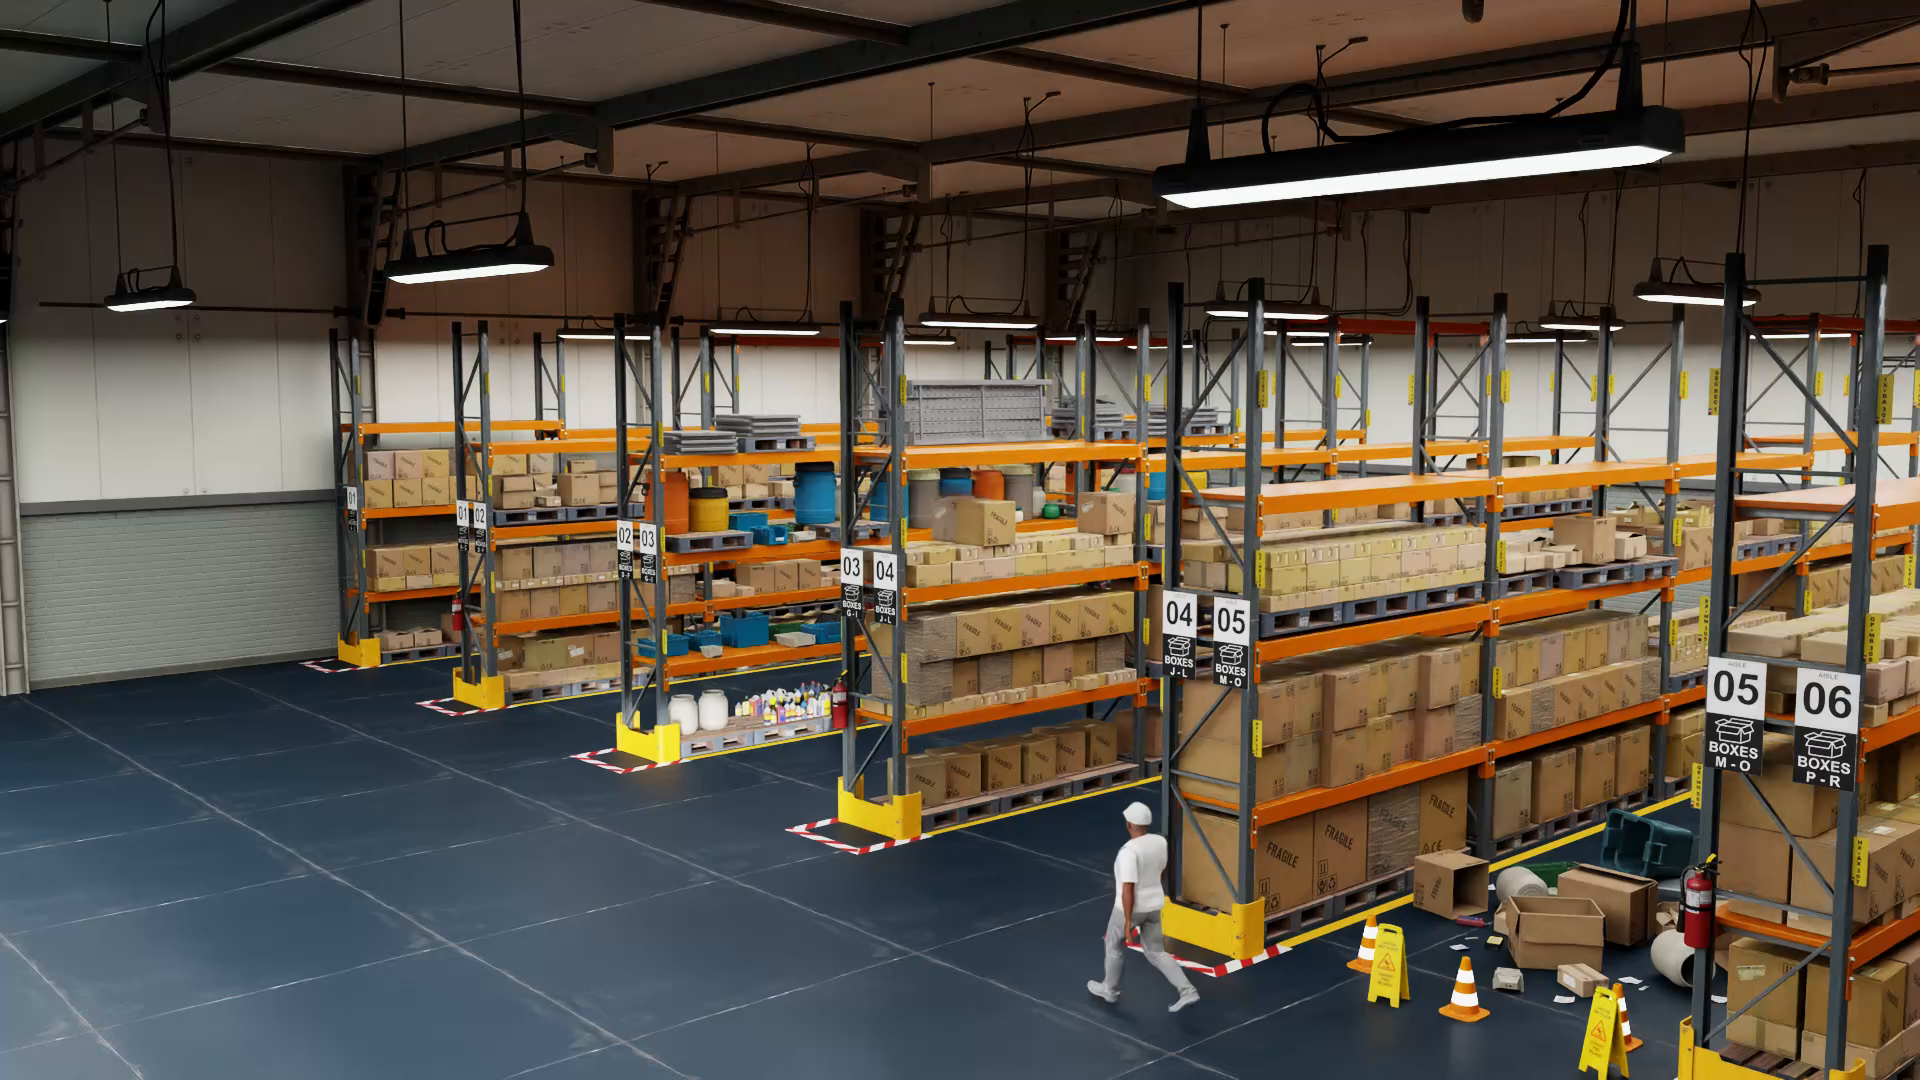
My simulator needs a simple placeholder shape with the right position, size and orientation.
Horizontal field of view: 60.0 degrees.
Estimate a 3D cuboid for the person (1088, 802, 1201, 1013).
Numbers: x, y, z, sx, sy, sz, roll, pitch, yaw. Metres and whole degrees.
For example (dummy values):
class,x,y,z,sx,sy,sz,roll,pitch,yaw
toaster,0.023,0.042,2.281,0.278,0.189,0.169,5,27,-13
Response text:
class,x,y,z,sx,sy,sz,roll,pitch,yaw
person,1.491,2.982,13.508,0.622,1.716,1.068,-4,7,-38
